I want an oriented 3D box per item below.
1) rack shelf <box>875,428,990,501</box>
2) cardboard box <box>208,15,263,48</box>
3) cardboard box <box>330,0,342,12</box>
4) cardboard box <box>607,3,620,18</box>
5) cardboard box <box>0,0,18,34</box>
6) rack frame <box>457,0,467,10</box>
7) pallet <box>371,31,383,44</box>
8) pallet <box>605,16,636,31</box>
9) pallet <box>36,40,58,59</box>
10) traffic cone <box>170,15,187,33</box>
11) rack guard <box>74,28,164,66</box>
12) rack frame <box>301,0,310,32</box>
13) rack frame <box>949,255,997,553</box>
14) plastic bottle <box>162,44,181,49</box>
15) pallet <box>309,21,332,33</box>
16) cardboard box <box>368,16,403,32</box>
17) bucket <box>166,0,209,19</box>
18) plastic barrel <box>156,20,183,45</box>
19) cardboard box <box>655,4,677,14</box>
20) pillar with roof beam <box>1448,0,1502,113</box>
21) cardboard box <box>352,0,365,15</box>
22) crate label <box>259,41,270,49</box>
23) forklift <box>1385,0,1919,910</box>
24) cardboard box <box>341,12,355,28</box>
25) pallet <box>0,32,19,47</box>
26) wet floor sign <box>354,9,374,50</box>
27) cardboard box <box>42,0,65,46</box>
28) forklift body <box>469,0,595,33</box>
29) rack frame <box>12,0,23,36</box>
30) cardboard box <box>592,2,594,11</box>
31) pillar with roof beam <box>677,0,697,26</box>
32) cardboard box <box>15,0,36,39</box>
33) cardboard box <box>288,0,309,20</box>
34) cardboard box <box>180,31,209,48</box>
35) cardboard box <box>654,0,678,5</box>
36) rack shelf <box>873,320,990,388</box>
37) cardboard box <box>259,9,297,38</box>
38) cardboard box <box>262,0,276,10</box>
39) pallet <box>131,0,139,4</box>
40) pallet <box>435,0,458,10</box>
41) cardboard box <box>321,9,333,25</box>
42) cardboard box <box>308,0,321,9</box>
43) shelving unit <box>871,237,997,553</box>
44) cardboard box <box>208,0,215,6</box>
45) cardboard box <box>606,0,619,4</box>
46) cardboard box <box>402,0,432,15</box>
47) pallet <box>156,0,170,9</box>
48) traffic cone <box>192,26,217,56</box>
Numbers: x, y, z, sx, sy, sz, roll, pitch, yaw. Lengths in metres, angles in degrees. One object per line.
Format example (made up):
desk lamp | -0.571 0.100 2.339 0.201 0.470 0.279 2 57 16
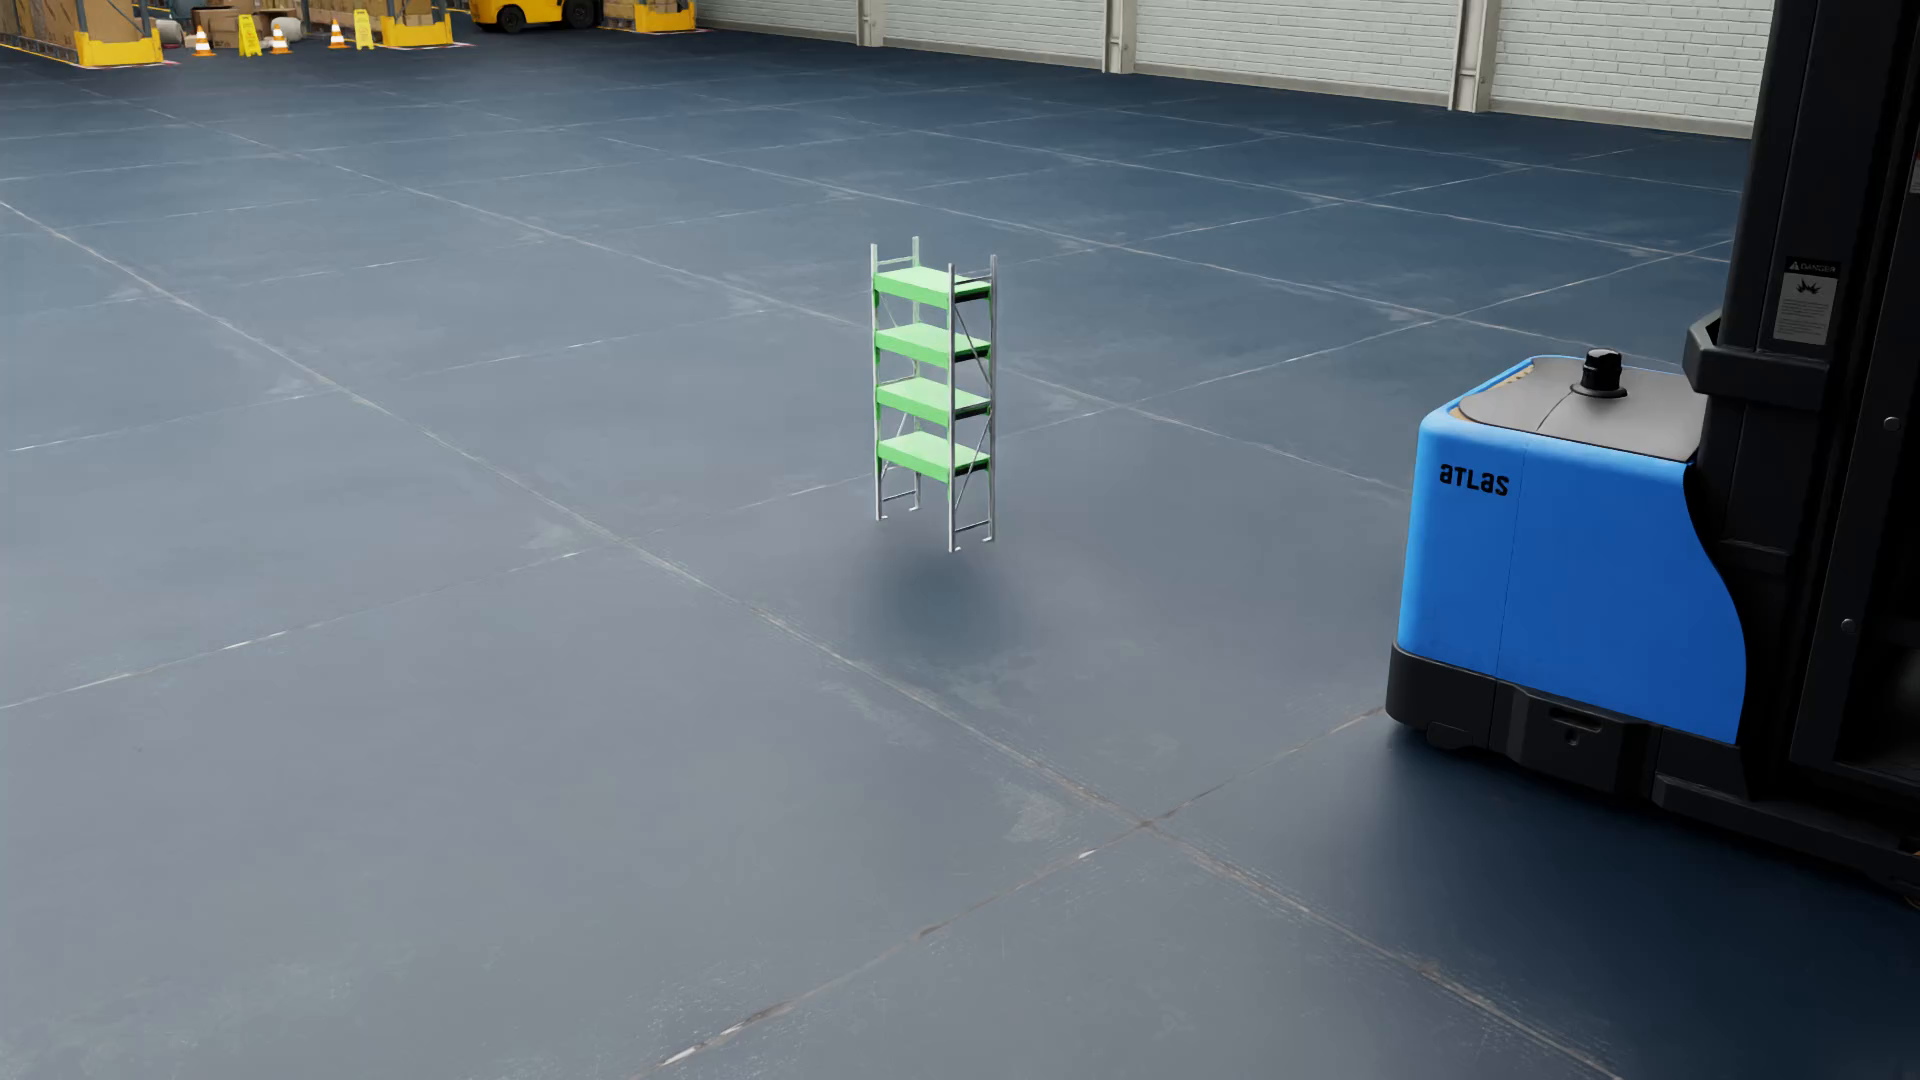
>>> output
rack shelf | -0.108 -0.321 6.993 0.258 0.148 0.480 -17 27 -37
cardboard box | -12.526 -8.803 28.769 0.637 0.503 0.797 3 22 9
cardboard box | -11.197 -9.936 30.406 0.500 0.500 0.500 -16 26 -35
cardboard box | -6.567 -10.375 32.554 0.500 0.250 0.500 -17 27 -37
cardboard box | -16.230 -9.280 29.072 1.050 0.750 0.750 -18 27 -38
rack frame | -10.926 -13.476 37.276 1.000 3.000 0.127 -17 27 -37
pallet | -10.015 -9.038 29.770 1.003 0.211 1.213 -17 27 -37
pallet | -6.235 -10.168 32.656 1.003 0.211 1.213 -17 27 -37
pallet | -14.519 -8.117 27.419 1.003 0.211 1.213 -17 27 -37
traffic cone | -14.890 -9.858 31.518 0.336 0.463 0.334 -17 27 -37
rack guard | -13.130 -7.706 25.973 1.175 0.500 0.348 -17 27 -37
rack frame | -12.073 -11.188 31.435 1.000 3.000 0.127 -17 27 -37
rack frame | 0.051 -0.537 6.710 0.240 1.200 0.015 -17 27 -37
plastic bottle | -13.503 -8.455 28.486 0.133 0.061 0.283 12 24 27
pallet | -11.608 -9.712 31.492 1.003 0.211 1.213 -17 27 -37
cardboard box | -10.209 -9.164 29.462 0.500 0.250 0.500 -18 27 -38
bucket | -13.921 -9.676 29.980 0.726 0.611 0.620 -8 13 -19
plastic barrel | -13.854 -8.834 28.957 0.512 0.421 0.421 0 21 -1
cardboard box | -5.876 -10.363 32.523 0.500 0.250 0.500 -17 27 -37
pillar with roof beam | 3.013 -8.468 16.264 9.100 9.000 0.400 -17 27 -37
cardboard box | -10.525 -9.650 29.674 0.500 0.500 0.500 -16 27 -36
crate label | -11.899 -8.406 28.257 0.298 0.136 0.250 7 23 18
forklift | 2.845 -0.542 4.349 3.031 2.935 1.130 16 27 35
cardboard box | -10.871 -9.445 30.181 0.500 0.250 0.500 -19 28 -39
pallet | -16.318 -8.878 29.362 1.003 0.211 1.213 -17 27 -37
wet floor sign | -10.148 -8.679 28.259 0.267 0.644 0.232 -8 23 -19
cardboard box | -14.214 -8.497 26.902 0.875 0.875 0.875 -18 28 -38
forklift body | -8.324 -10.960 32.017 2.313 2.155 1.214 -17 27 -37
rack frame | -15.757 -9.981 28.355 1.000 3.000 0.127 -17 27 -37
cardboard box | -7.243 -10.653 33.265 0.500 0.250 0.500 -16 27 -36
pillar with roof beam | -8.737 -13.441 28.961 9.100 9.000 0.400 -17 27 -37
cardboard box | -15.399 -8.997 28.180 0.875 0.875 0.875 -17 27 -37
cardboard box | -12.417 -10.304 32.206 0.950 0.372 0.625 -17 27 -37
cardboard box | -13.239 -8.672 28.761 0.396 0.266 0.258 -12 25 -28
cardboard box | -5.853 -10.593 32.425 0.500 0.250 0.500 -17 27 -36
rack shelf | -0.108 -0.768 6.818 0.258 0.148 0.480 -17 27 -37
cardboard box | -12.404 -9.405 30.308 0.500 0.500 0.500 0 21 -1
cardboard box | -13.344 -10.694 33.201 0.950 0.372 0.625 -16 27 -36
pallet | -19.325 -13.002 39.892 1.003 0.211 1.213 -17 27 -37
pallet | -11.385 -12.392 38.335 1.003 0.211 1.213 -17 27 -37
cardboard box | -11.535 -9.731 30.910 0.500 0.250 0.500 -16 26 -34
cardboard box | -11.892 -10.225 31.143 0.500 0.500 0.500 -16 26 -35
shelving unit | -0.108 -0.604 6.882 0.258 1.200 0.503 -17 27 -37
cardboard box | -15.651 -11.957 35.737 0.875 0.875 0.875 -17 27 -37
cardboard box | -6.578 -10.615 32.481 0.500 0.250 0.500 -18 28 -38
cardboard box | -9.795 -9.642 29.655 0.500 0.500 0.500 -19 28 -39
pallet | -17.732 -12.328 38.171 1.003 0.211 1.213 -17 27 -37
traffic cone | -12.417 -8.180 27.234 0.336 0.463 0.334 -17 27 -37
